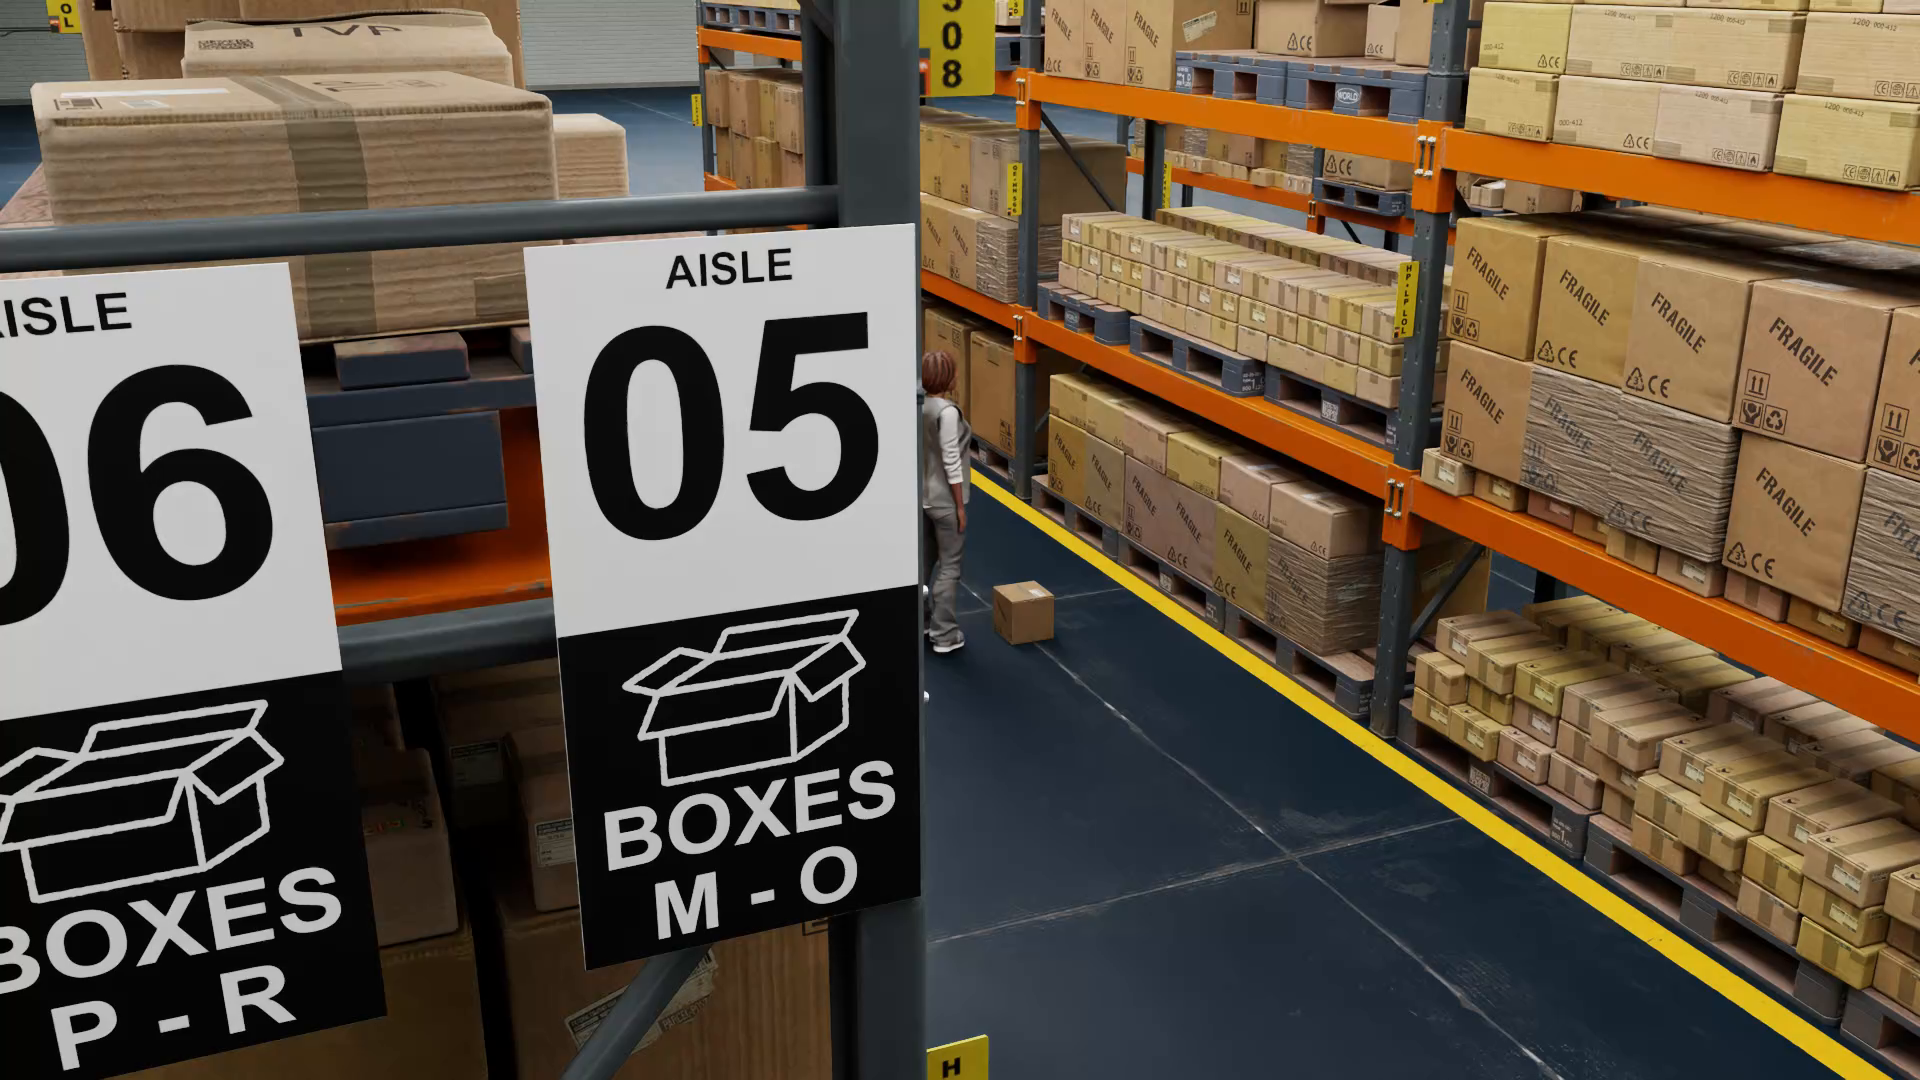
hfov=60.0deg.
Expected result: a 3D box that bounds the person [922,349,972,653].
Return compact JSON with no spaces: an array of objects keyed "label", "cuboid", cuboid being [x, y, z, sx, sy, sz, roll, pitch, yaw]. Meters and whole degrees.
[{"label":"person","cuboid":[-0.094,-0.201,8.615,0.328,1.612,0.454,-12,23,-31]}]
